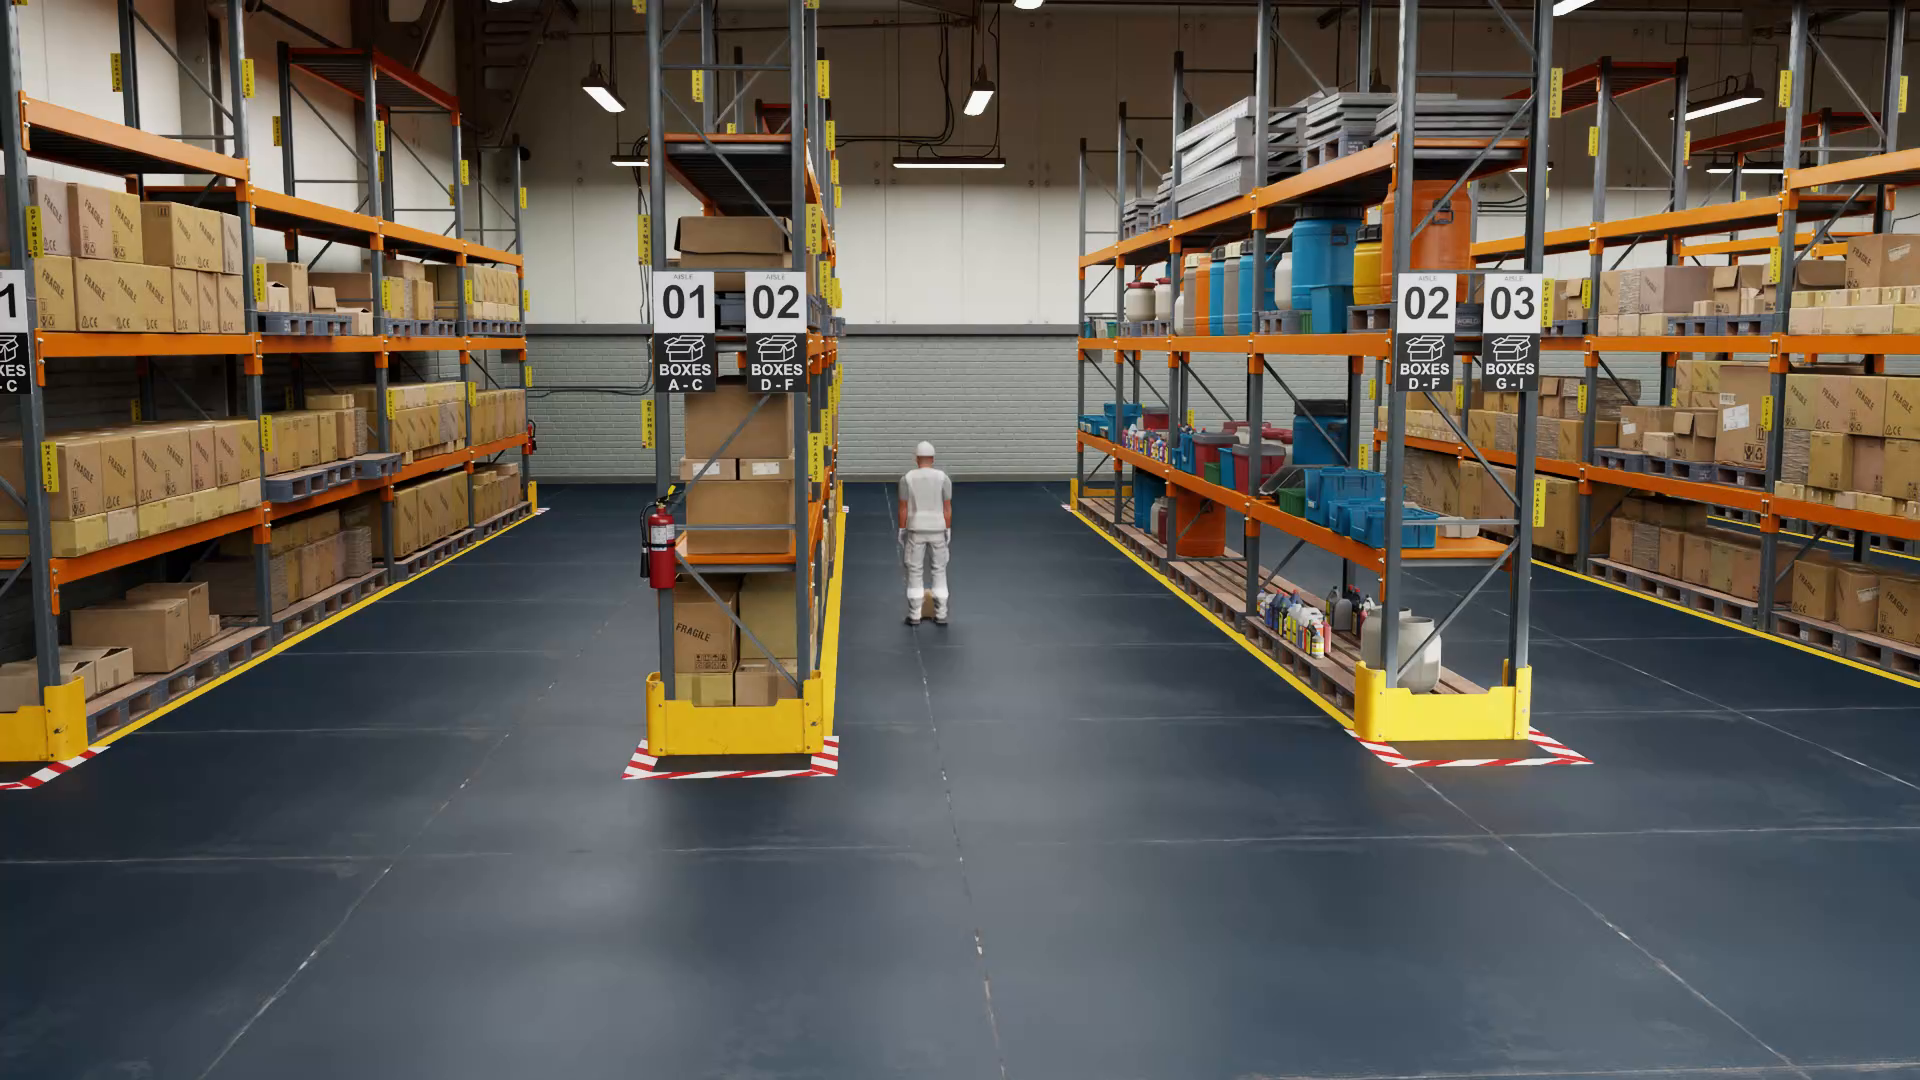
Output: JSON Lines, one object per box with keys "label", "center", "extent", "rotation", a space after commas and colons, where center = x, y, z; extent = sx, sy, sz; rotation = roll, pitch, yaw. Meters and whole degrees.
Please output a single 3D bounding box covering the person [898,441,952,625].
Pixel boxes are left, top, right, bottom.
{"label": "person", "center": [-0.343, -0.072, 16.236], "extent": [0.526, 1.788, 0.342], "rotation": [0, 7, -3]}
